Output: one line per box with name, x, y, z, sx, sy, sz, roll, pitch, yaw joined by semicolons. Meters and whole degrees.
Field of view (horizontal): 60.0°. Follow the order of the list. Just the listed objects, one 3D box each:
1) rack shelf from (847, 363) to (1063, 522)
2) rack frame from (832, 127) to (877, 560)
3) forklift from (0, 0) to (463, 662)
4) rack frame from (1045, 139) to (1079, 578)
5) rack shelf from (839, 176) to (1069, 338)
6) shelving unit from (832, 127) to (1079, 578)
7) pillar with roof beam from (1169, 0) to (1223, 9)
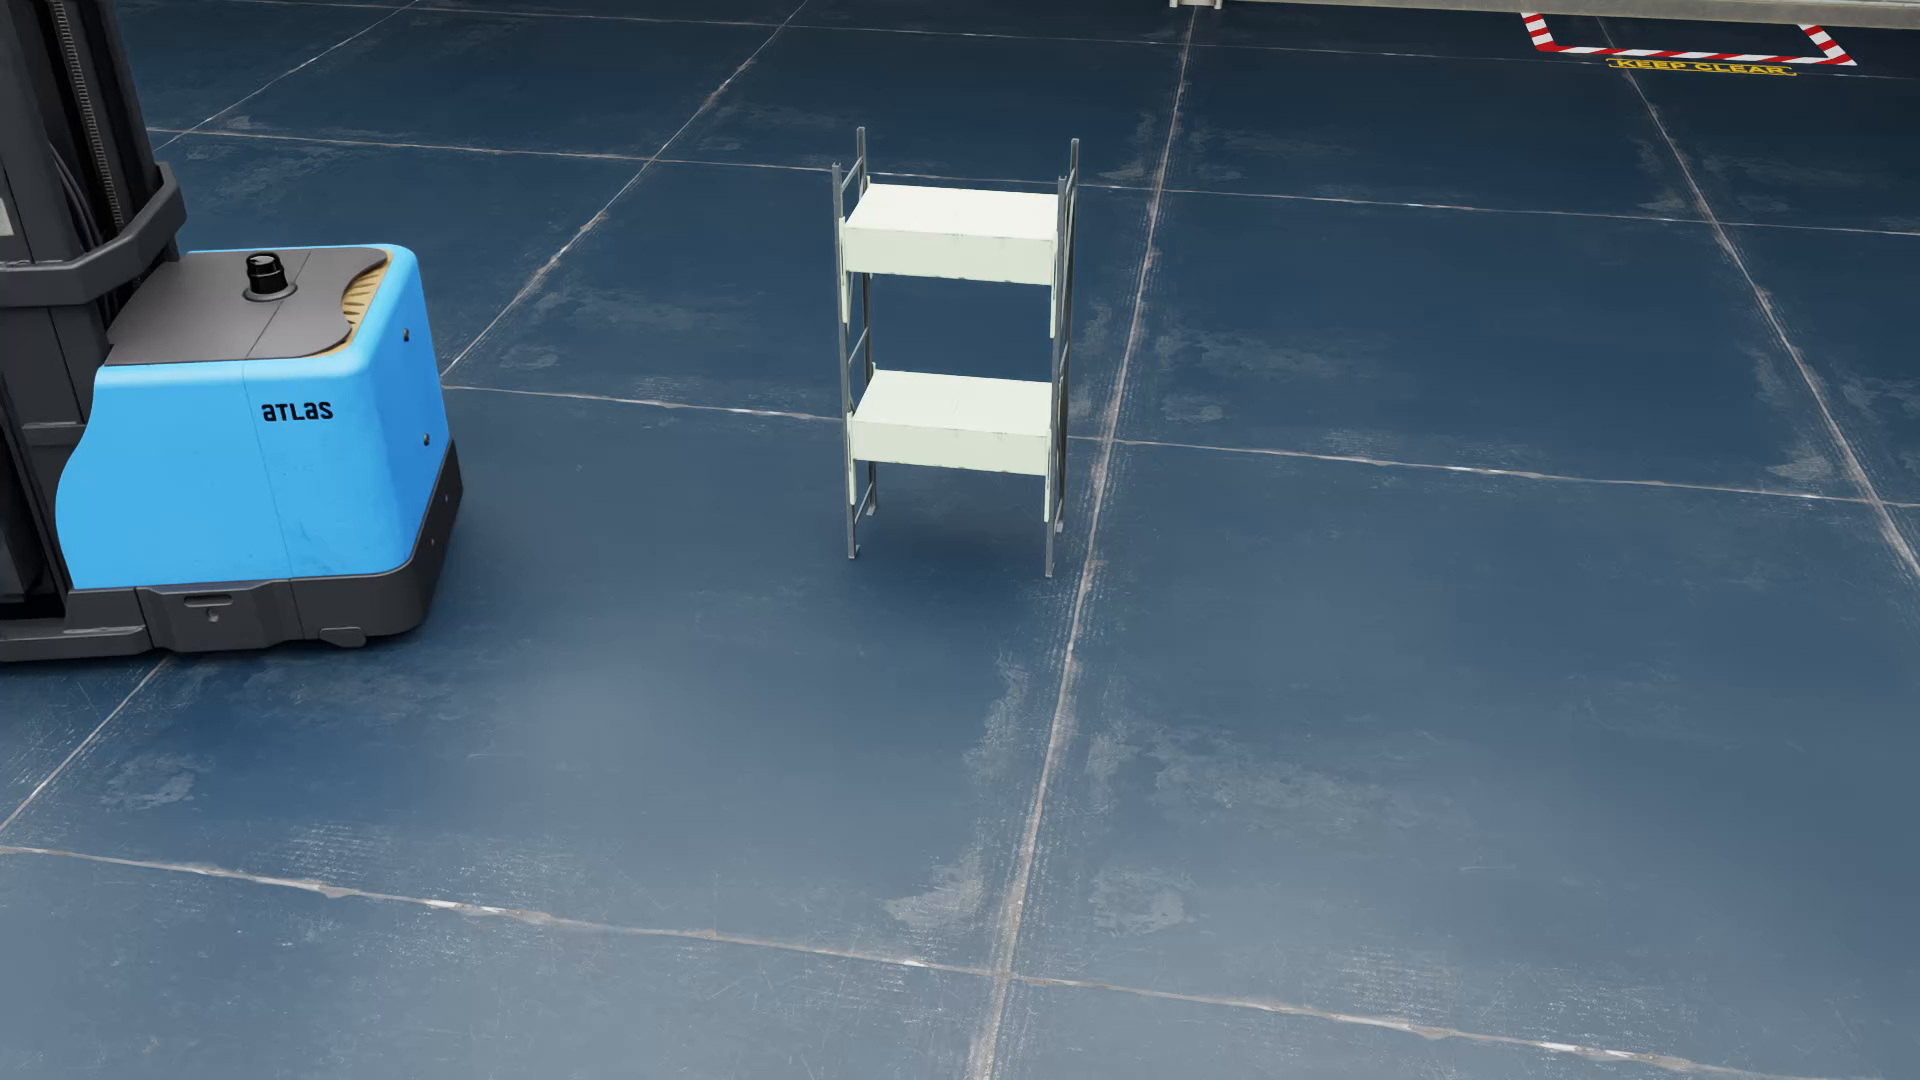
rack shelf;-0.007;-0.360;6.026;0.720;0.370;0.431;5;32;8
rack frame;-0.367;-0.669;5.905;0.023;1.500;0.400;5;32;8
forklift;-3.381;-1.065;5.188;3.031;2.935;1.130;-3;32;-5
rack frame;0.354;-0.604;5.801;0.023;1.500;0.400;5;32;8
rack shelf;-0.007;-0.967;5.646;0.720;0.370;0.431;5;32;8
shelving unit;-0.007;-0.636;5.853;0.755;1.500;0.431;5;32;8
pillar with roof beam;1.112;-5.736;6.932;0.400;9.000;9.100;5;32;8
